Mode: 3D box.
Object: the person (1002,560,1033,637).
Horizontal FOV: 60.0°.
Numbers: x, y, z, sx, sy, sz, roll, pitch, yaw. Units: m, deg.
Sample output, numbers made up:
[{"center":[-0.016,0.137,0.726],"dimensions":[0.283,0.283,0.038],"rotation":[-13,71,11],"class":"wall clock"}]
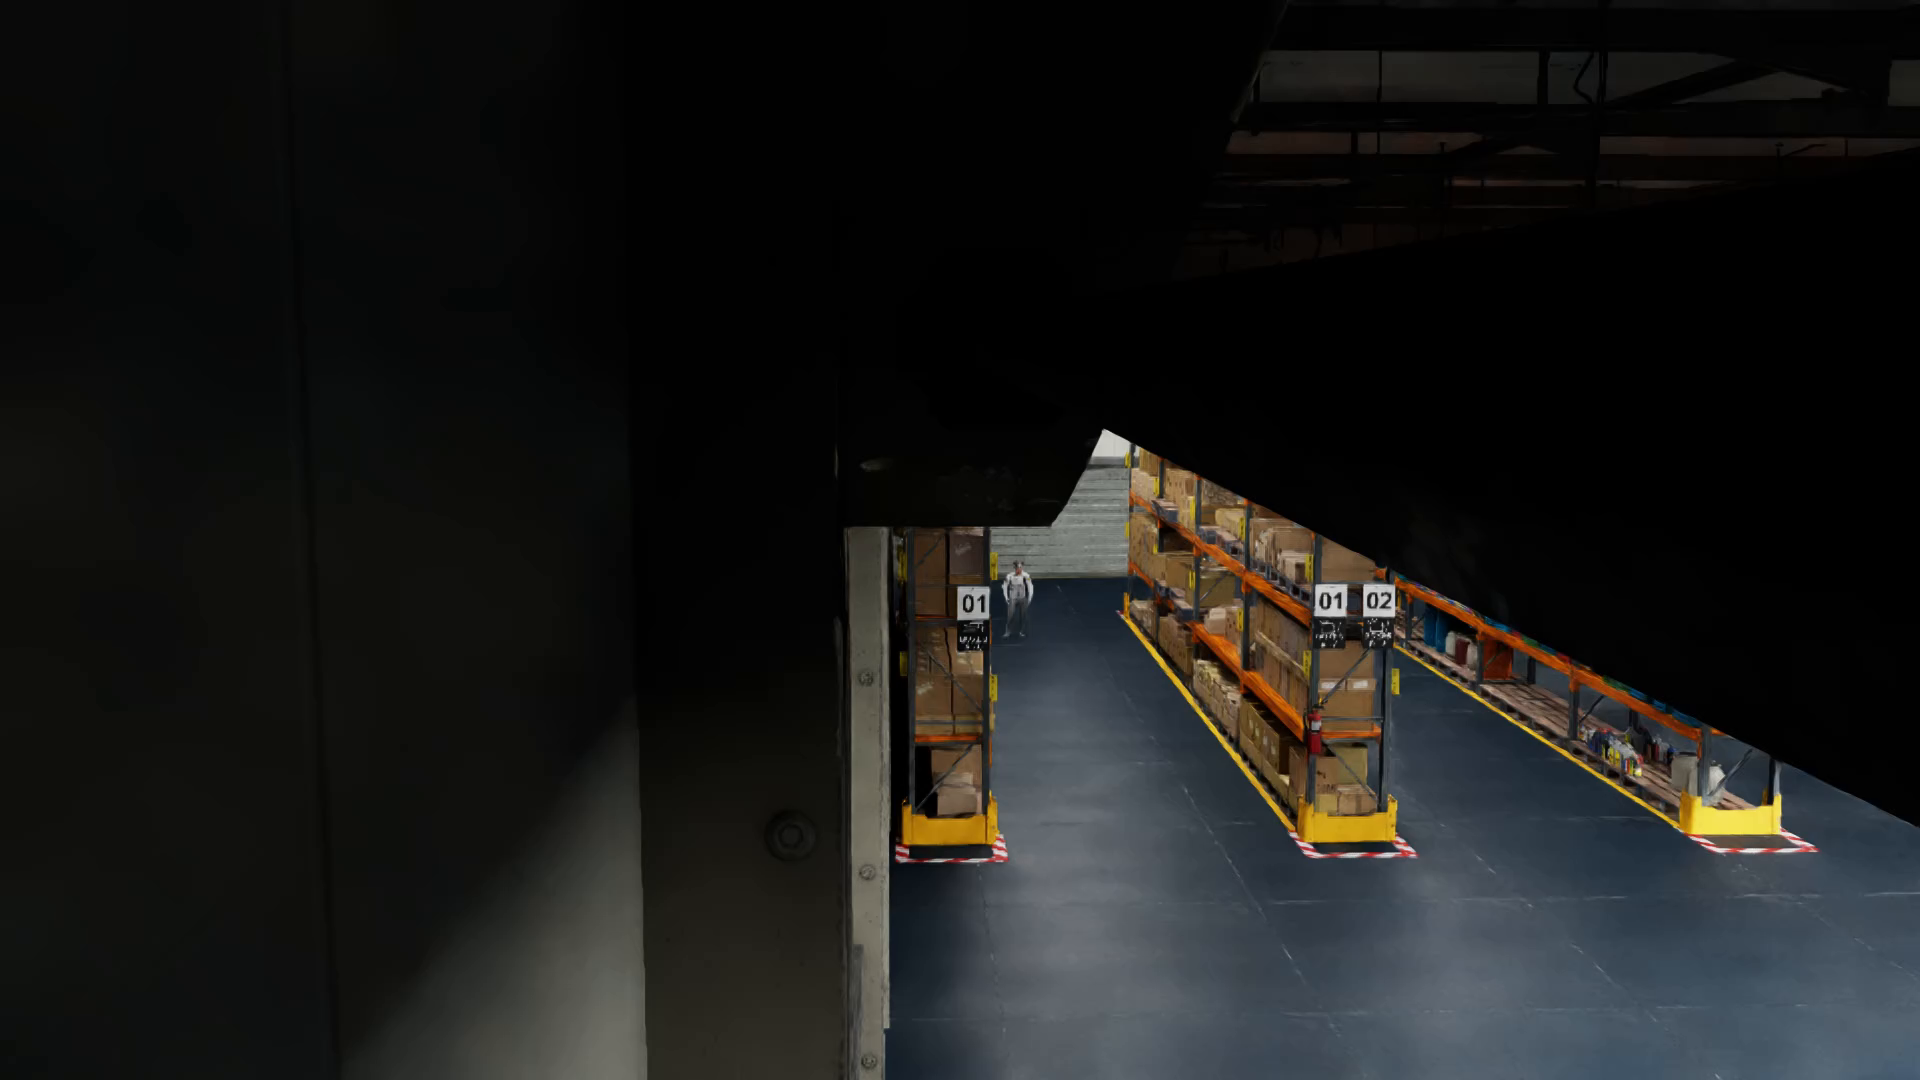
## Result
[{"center":[1.173,1.189,33.931],"dimensions":[0.637,1.632,0.512],"rotation":[-1,7,-5],"class":"person"}]
